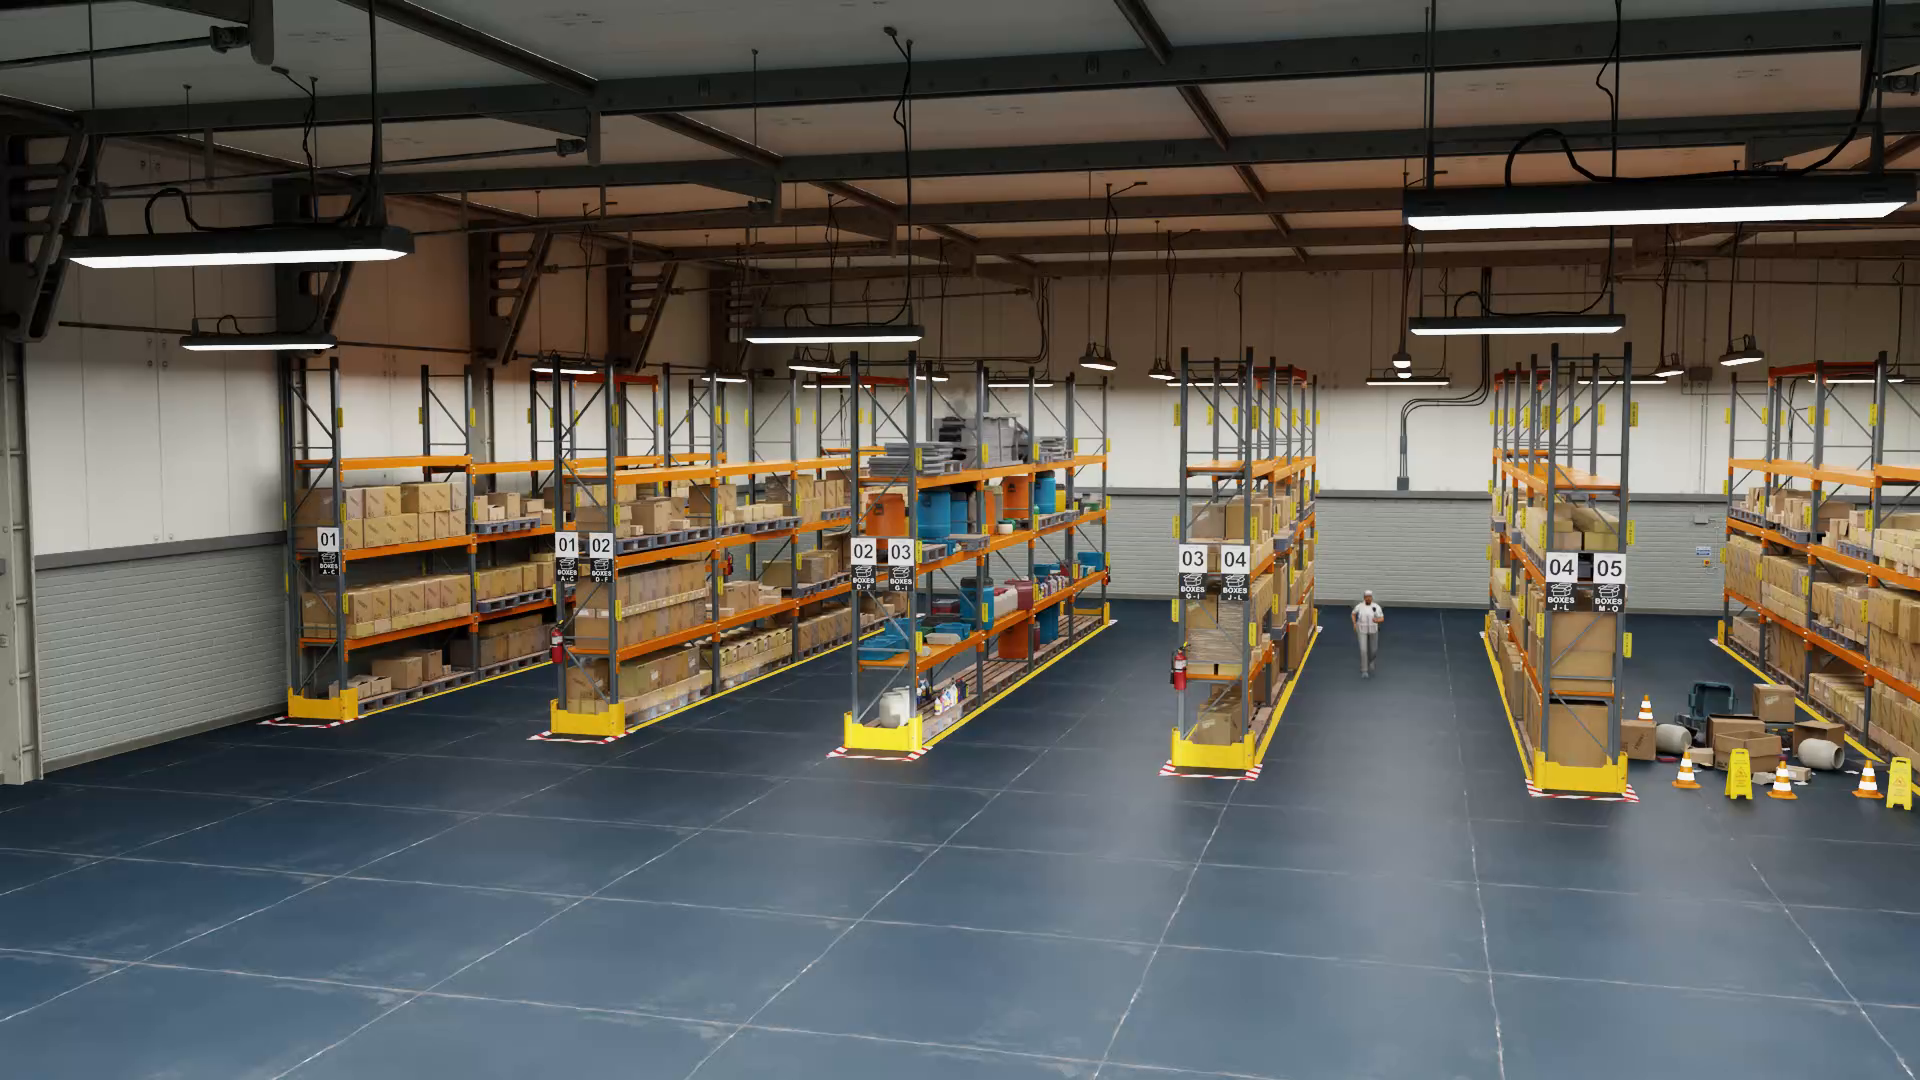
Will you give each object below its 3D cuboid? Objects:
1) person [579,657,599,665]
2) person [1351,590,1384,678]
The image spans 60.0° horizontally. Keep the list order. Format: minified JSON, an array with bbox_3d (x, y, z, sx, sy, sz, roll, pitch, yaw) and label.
[{"bbox_3d":[-6.746,1.942,30.234,0.583,1.646,0.692,0,4,0],"label":"person"},{"bbox_3d":[7.909,1.797,32.279,0.615,1.644,0.918,1,4,9],"label":"person"}]
